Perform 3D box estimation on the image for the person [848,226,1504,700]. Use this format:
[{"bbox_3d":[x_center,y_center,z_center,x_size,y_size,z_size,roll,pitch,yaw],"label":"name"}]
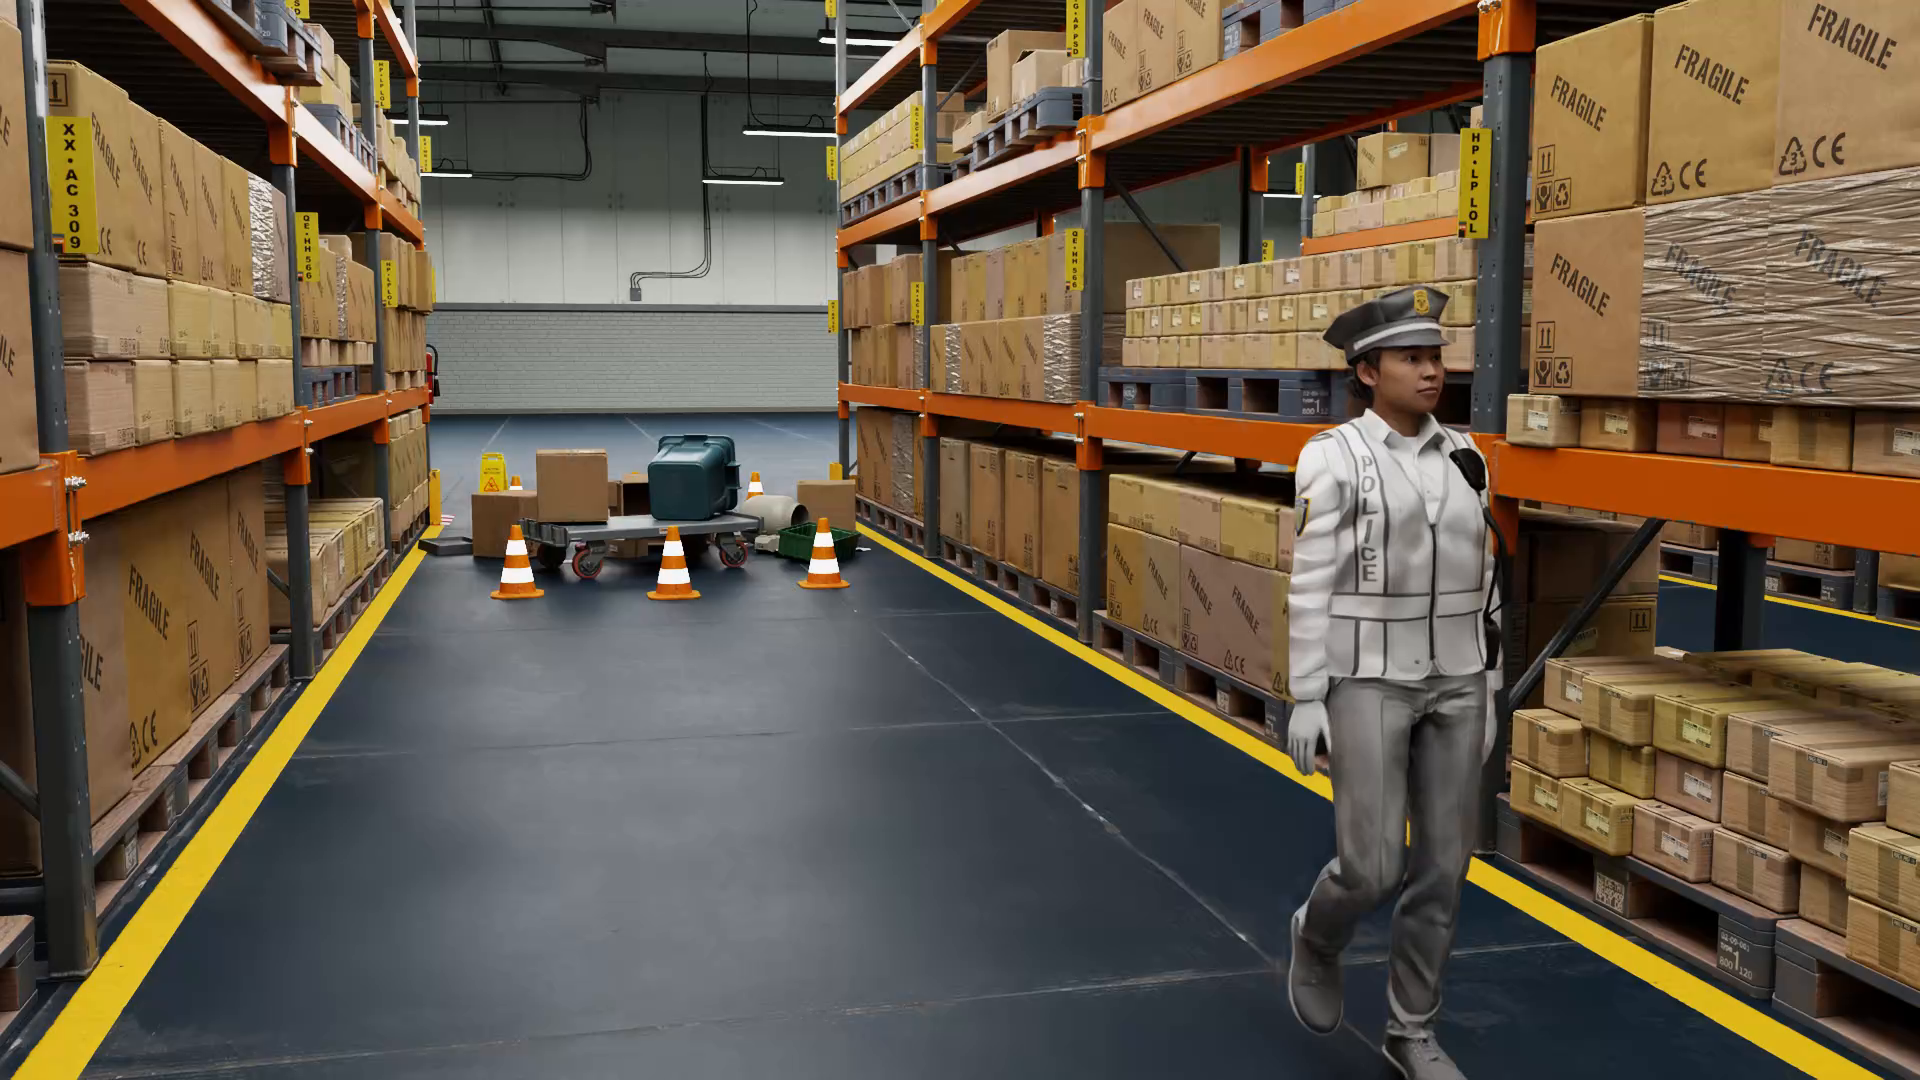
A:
[{"bbox_3d":[-0.938,-1.078,5.594,5.278,2.350,21.920,-1,6,-13],"label":"person"}]
